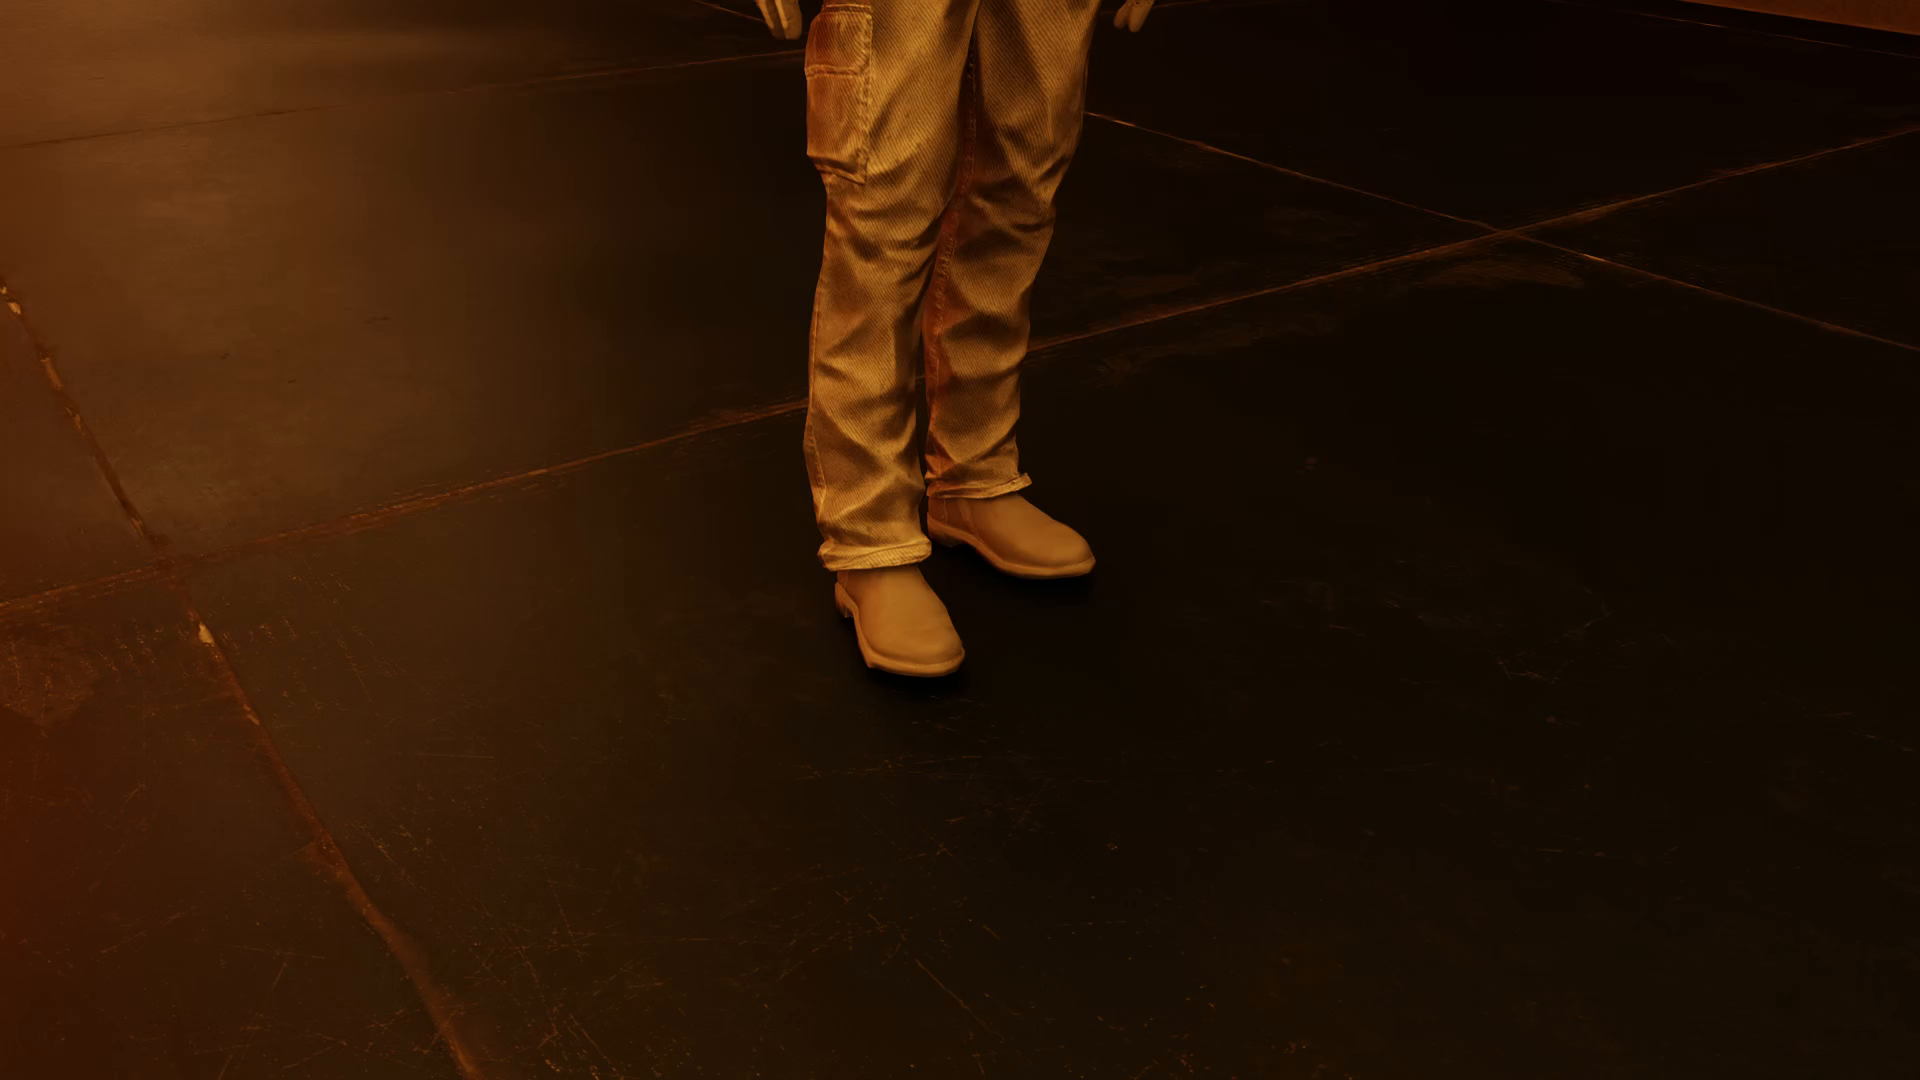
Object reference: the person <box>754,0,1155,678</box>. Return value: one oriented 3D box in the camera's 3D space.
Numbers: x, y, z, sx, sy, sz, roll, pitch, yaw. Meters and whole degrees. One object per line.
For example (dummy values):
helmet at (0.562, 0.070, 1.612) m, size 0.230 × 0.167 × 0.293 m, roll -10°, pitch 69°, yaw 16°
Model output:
person at (0.035, -0.774, 2.040) m, size 0.656 × 1.784 × 0.575 m, roll -17°, pitch 31°, yaw -31°
